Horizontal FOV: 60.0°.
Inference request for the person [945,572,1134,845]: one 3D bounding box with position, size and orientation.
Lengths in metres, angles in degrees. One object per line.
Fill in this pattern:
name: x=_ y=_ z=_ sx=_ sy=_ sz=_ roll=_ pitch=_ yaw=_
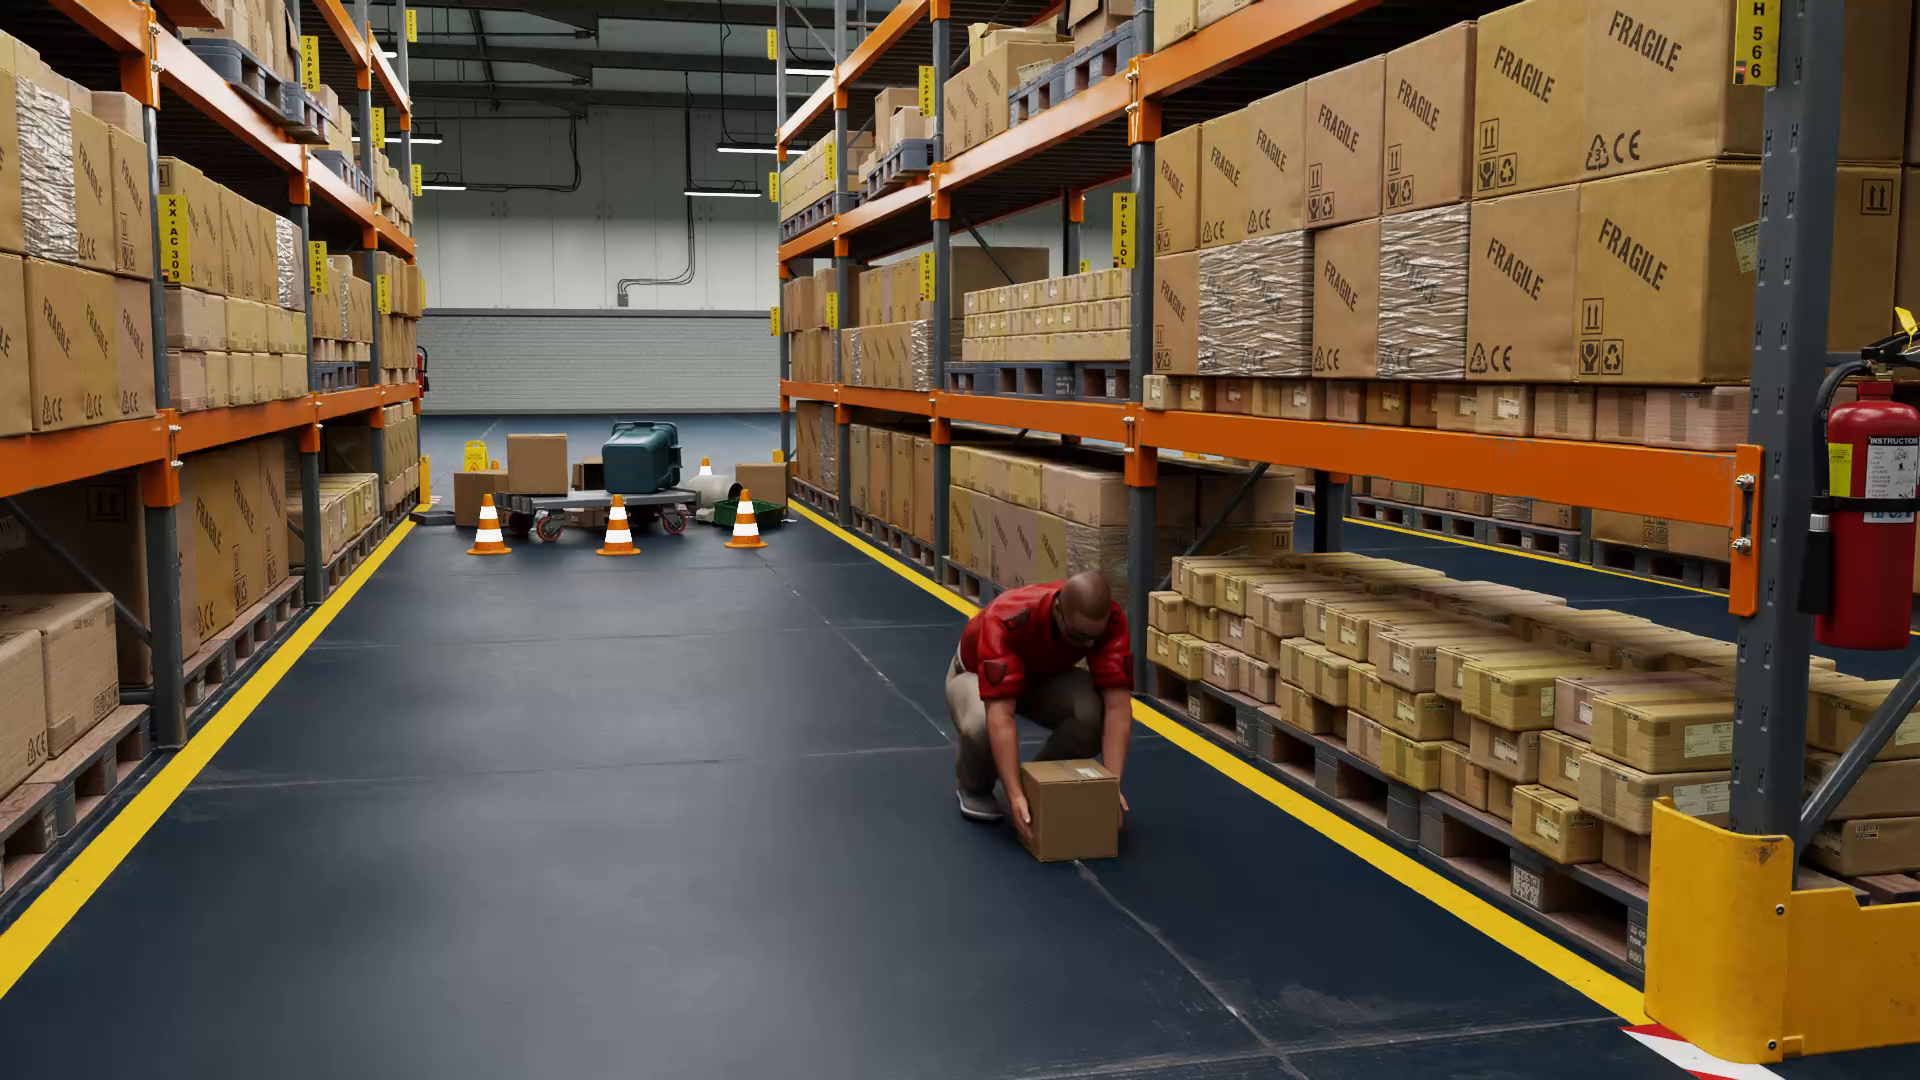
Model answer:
person: x=0.252 y=0.499 z=5.458 sx=0.560 sy=0.867 sz=0.866 roll=-2 pitch=6 yaw=-14
